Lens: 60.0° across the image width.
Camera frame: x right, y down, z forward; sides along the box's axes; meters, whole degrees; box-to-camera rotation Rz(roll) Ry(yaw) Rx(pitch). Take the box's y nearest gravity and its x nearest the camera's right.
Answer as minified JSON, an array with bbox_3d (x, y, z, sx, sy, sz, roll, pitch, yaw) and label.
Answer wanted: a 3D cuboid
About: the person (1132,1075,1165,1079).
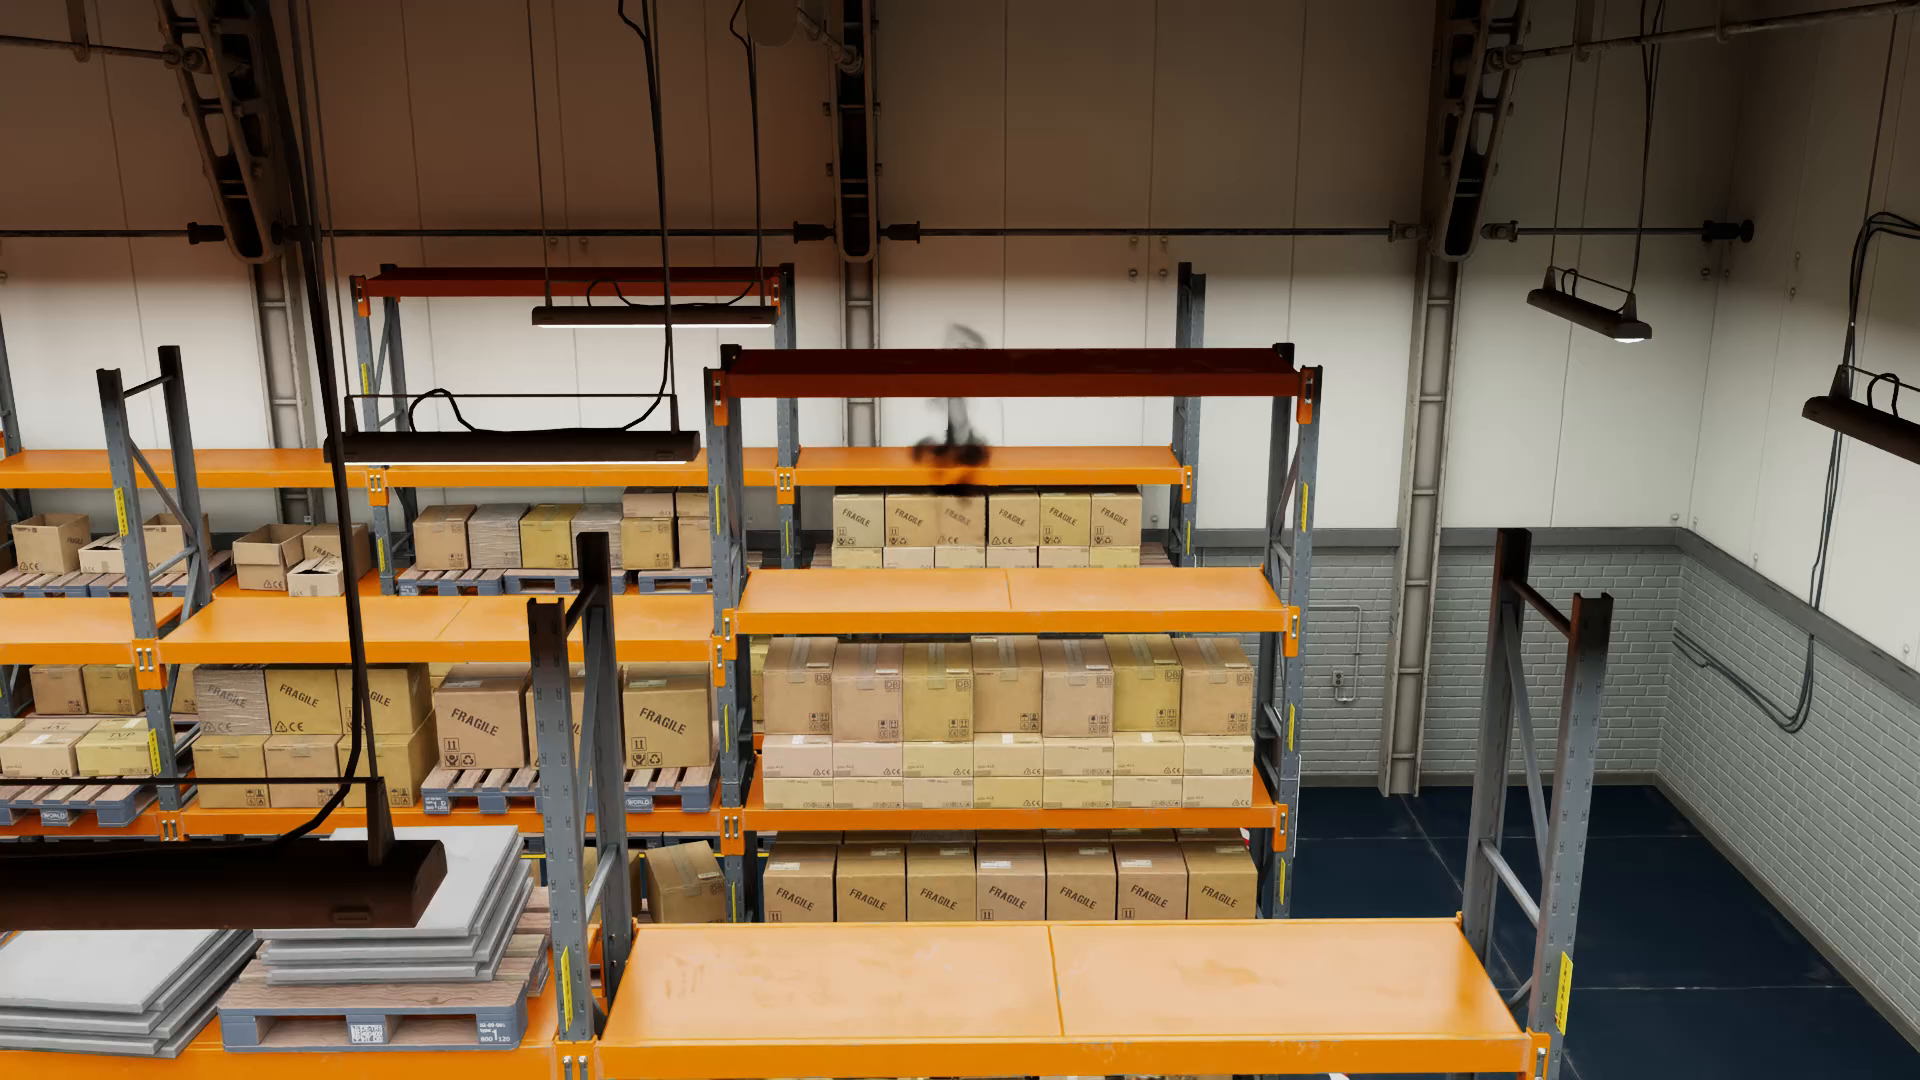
[{"bbox_3d":[1.243,4.206,11.144,0.563,1.674,0.613,-4,17,-15],"label":"person"}]
